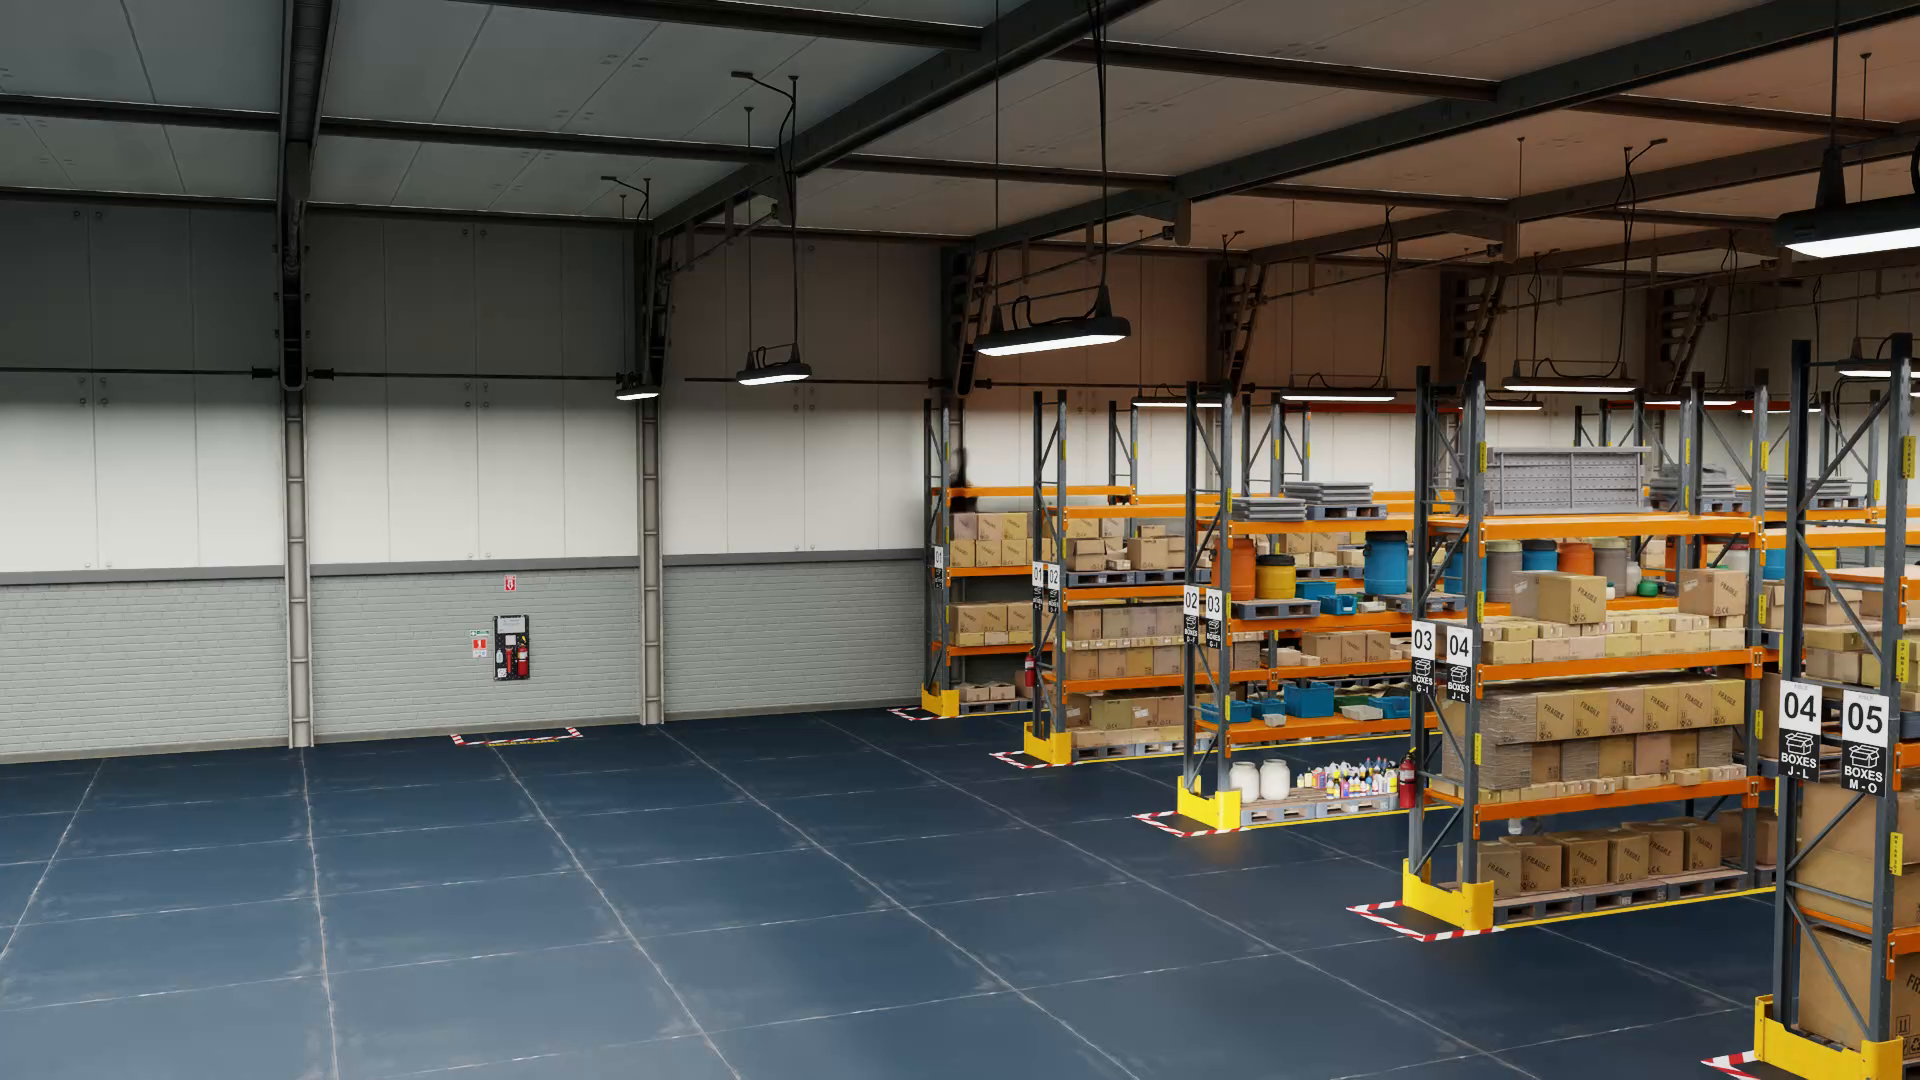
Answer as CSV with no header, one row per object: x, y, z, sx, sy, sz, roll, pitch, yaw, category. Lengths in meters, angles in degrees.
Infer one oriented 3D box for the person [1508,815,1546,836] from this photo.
7.086,3.094,20.961,0.844,1.719,0.648,-2,4,-28,person
